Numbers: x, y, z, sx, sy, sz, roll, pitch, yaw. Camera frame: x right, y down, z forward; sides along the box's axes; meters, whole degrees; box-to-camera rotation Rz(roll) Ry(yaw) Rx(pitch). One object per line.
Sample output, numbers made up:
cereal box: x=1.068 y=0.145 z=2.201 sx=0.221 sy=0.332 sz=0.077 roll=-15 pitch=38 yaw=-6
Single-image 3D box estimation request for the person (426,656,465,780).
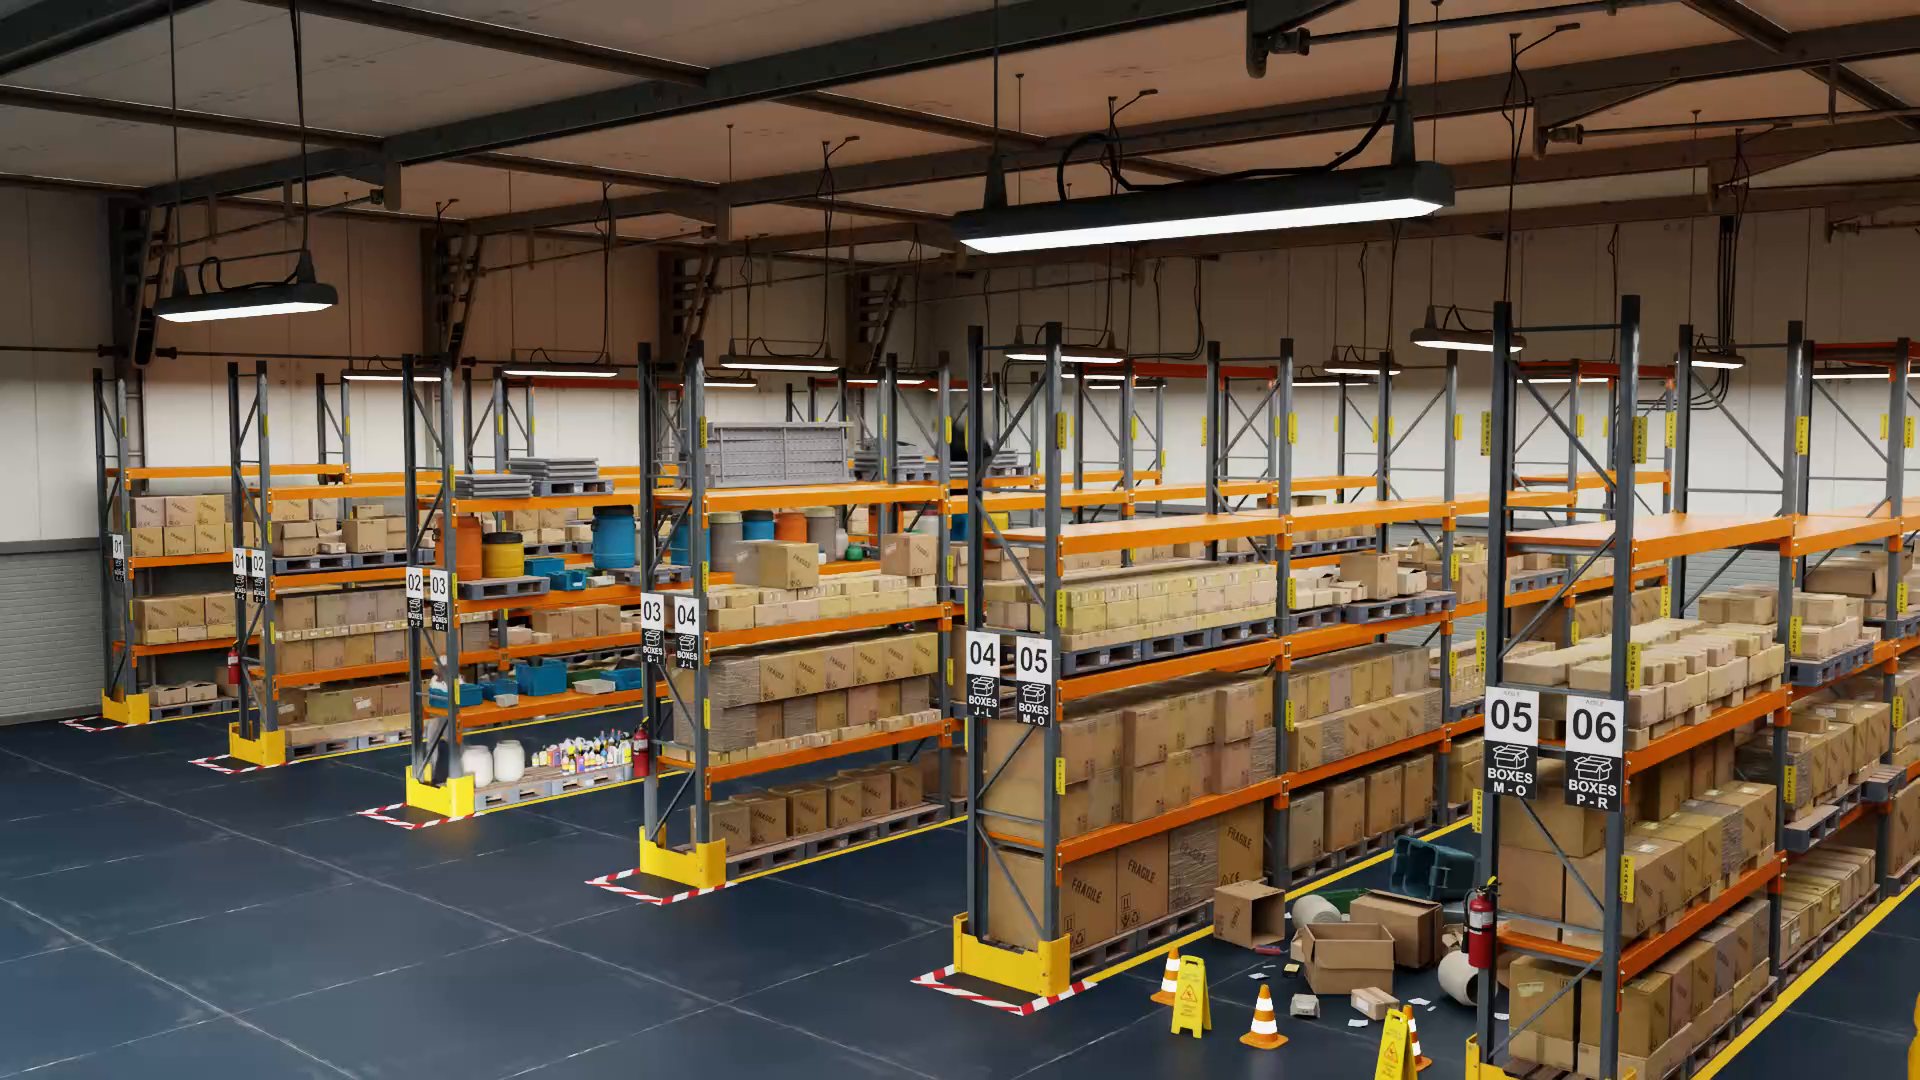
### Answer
person: x=-7.325 y=2.522 z=23.578 sx=0.697 sy=1.776 sz=0.896 roll=2 pitch=5 yaw=27
